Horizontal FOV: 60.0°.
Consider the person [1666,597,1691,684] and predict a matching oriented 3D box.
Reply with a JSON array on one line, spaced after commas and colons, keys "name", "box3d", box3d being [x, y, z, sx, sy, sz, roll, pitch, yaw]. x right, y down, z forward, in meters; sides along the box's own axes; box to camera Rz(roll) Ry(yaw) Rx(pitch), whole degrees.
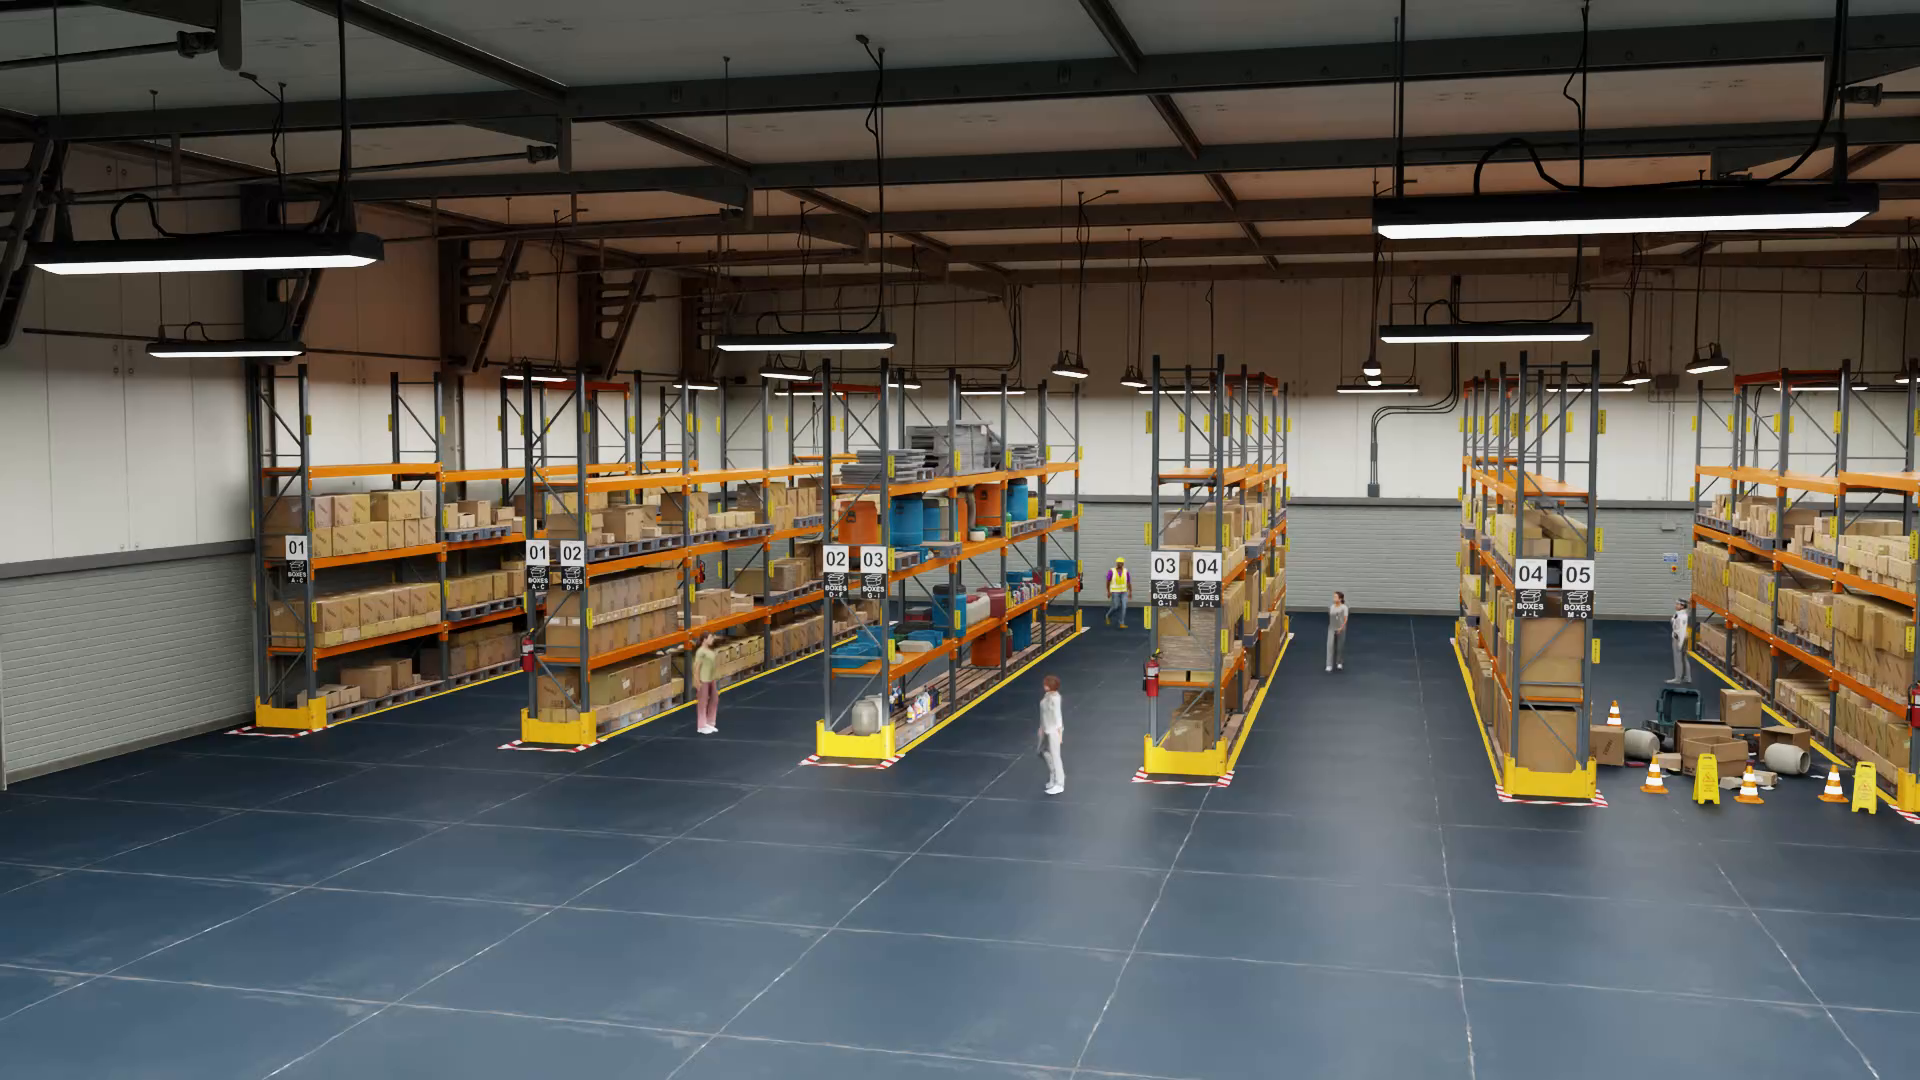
[{"name": "person", "box3d": [13.972, 1.944, 32.258, 0.412, 1.689, 0.520, 3, 5, 38]}]

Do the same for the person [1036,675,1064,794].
[{"name": "person", "box3d": [1.260, 2.626, 22.684, 0.354, 1.603, 0.480, -1, 4, -14]}]

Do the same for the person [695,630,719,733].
[{"name": "person", "box3d": [-4.147, 2.327, 27.086, 0.313, 1.713, 0.537, 1, 4, 16]}]

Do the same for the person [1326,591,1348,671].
[{"name": "person", "box3d": [7.651, 1.861, 33.683, 0.415, 1.571, 1.045, 1, 4, 19]}]

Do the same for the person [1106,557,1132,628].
[{"name": "person", "box3d": [3.903, 1.292, 40.963, 0.557, 1.753, 0.579, -2, 4, -28]}]
